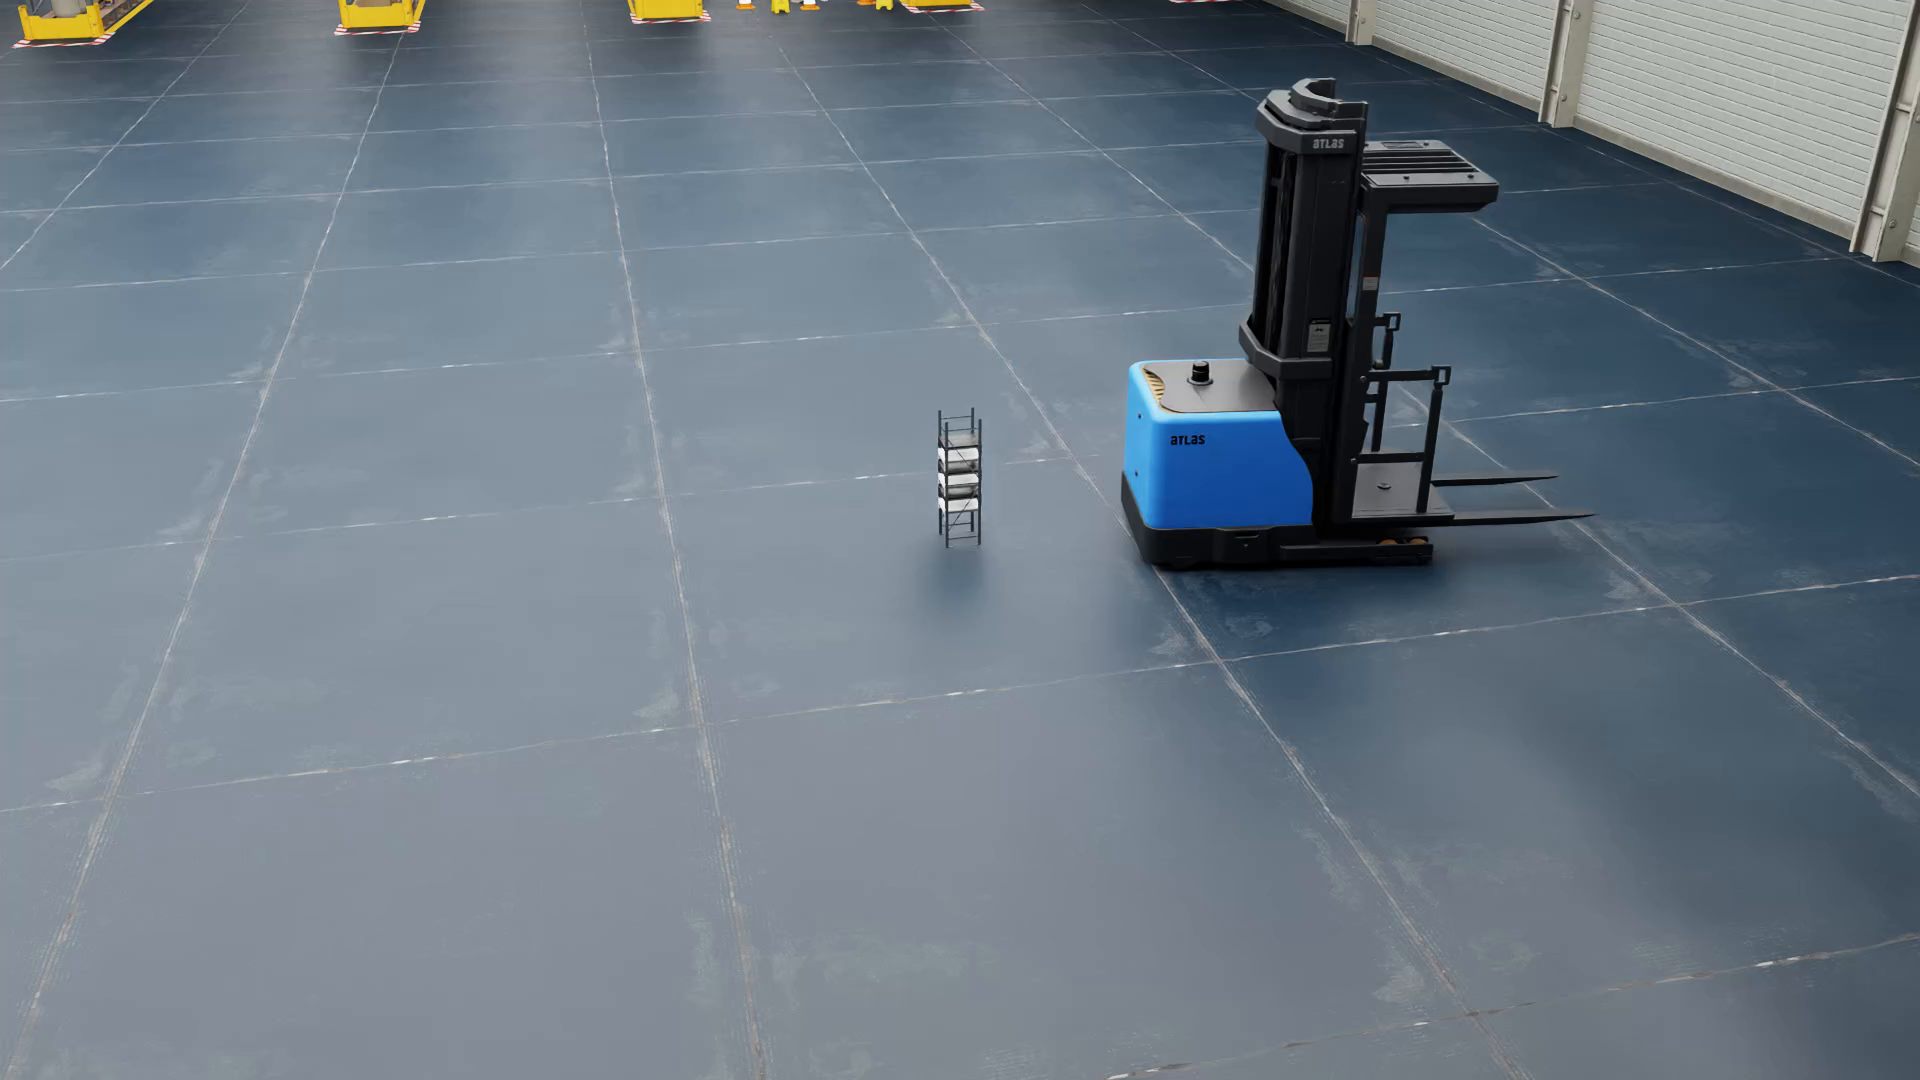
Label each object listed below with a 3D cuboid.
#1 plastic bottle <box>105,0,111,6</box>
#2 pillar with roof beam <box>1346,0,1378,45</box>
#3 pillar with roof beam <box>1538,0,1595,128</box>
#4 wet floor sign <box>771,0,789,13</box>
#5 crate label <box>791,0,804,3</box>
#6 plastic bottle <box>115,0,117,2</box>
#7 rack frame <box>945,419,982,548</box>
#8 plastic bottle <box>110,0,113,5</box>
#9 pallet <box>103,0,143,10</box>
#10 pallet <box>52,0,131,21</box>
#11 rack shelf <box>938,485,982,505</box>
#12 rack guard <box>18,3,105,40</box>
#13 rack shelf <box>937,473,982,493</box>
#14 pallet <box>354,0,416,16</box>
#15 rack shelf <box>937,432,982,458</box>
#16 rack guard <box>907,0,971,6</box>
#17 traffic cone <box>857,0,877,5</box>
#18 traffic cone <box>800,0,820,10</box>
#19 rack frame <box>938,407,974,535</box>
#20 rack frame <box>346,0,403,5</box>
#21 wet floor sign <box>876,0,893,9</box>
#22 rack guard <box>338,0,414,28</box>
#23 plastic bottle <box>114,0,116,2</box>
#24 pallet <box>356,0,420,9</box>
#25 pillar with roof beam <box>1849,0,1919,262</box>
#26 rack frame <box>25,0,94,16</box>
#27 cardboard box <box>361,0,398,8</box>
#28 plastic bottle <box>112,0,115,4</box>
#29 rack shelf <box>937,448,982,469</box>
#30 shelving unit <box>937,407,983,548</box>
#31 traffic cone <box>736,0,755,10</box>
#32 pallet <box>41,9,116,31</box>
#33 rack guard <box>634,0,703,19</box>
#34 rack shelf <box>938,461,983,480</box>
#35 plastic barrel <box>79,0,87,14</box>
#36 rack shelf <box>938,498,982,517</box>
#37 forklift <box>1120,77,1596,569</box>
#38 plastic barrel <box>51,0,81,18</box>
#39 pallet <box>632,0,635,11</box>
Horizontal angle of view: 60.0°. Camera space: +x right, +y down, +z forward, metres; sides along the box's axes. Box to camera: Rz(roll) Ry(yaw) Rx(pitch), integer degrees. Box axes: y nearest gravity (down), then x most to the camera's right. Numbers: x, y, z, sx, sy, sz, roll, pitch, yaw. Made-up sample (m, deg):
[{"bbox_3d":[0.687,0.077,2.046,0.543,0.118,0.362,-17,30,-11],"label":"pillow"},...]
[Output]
[{"bbox_3d":[-14.957,-9.510,29.149,0.097,0.271,0.097,0,27,0],"label":"plastic bottle"},{"bbox_3d":[2.343,-11.723,24.336,9.100,9.000,0.400,-6,27,-12],"label":"pillar with roof beam"},{"bbox_3d":[3.695,-9.089,19.118,9.100,9.000,0.400,-6,27,-12],"label":"pillar with roof beam"},{"bbox_3d":[-3.235,-9.804,29.804,0.267,0.644,0.232,-11,29,-20],"label":"wet floor sign"},{"bbox_3d":[-2.967,-10.070,30.896,0.250,0.136,0.298,-23,35,-38],"label":"crate label"},{"bbox_3d":[-15.057,-9.705,29.534,0.097,0.271,0.097,0,27,0],"label":"plastic bottle"},{"bbox_3d":[0.021,-0.361,10.812,0.240,0.900,0.006,-6,27,-12],"label":"rack frame"},{"bbox_3d":[-14.980,-9.524,29.255,0.097,0.201,0.097,0,27,0],"label":"plastic bottle"},{"bbox_3d":[-15.642,-9.916,30.509,1.003,0.211,1.213,-6,27,-12],"label":"pallet"},{"bbox_3d":[-15.364,-9.380,29.445,1.003,0.211,1.213,-6,27,-12],"label":"pallet"},{"bbox_3d":[-0.002,-0.295,10.956,0.258,0.077,0.200,-6,27,-12],"label":"rack shelf"},{"bbox_3d":[-14.915,-8.617,27.614,1.175,0.500,0.348,-6,27,-12],"label":"rack guard"},{"bbox_3d":[-0.002,-0.376,10.916,0.258,0.077,0.200,-6,27,-12],"label":"rack shelf"},{"bbox_3d":[-10.192,-9.356,29.398,1.003,0.211,1.213,-6,27,-12],"label":"pallet"},{"bbox_3d":[-0.002,-0.617,10.794,0.258,0.077,0.200,-6,27,-12],"label":"rack shelf"},{"bbox_3d":[-0.388,-10.131,30.613,1.175,0.500,0.348,-6,27,-12],"label":"rack guard"},{"bbox_3d":[-1.725,-10.139,30.670,0.336,0.463,0.334,-6,27,-12],"label":"traffic cone"},{"bbox_3d":[-2.730,-9.877,30.151,0.336,0.463,0.334,-6,27,-12],"label":"traffic cone"},{"bbox_3d":[-0.025,-0.450,10.989,0.240,0.900,0.006,-6,27,-12],"label":"rack frame"},{"bbox_3d":[-10.026,-10.207,27.990,1.000,3.000,0.127,-6,27,-12],"label":"rack frame"},{"bbox_3d":[-1.371,-9.970,30.134,0.267,0.644,0.232,3,27,6],"label":"wet floor sign"},{"bbox_3d":[-10.043,-9.125,28.620,1.175,0.500,0.348,-6,27,-12],"label":"rack guard"},{"bbox_3d":[-15.034,-9.661,29.447,0.097,0.271,0.097,0,27,0],"label":"plastic bottle"},{"bbox_3d":[-10.463,-9.890,30.457,1.003,0.211,1.213,-6,27,-12],"label":"pallet"},{"bbox_3d":[5.047,-6.455,13.899,9.100,9.000,0.400,-6,27,-12],"label":"pillar with roof beam"},{"bbox_3d":[-14.852,-9.704,26.994,1.000,3.000,0.127,-6,27,-12],"label":"rack frame"},{"bbox_3d":[-10.151,-9.555,29.005,0.500,0.500,0.500,-1,27,-2],"label":"cardboard box"},{"bbox_3d":[-14.990,-9.617,29.347,0.061,0.283,0.133,-5,27,-11],"label":"plastic bottle"},{"bbox_3d":[-0.002,-0.536,10.835,0.258,0.077,0.200,-6,27,-12],"label":"rack shelf"},{"bbox_3d":[-0.002,-0.405,10.901,0.258,0.900,0.210,-6,27,-12],"label":"shelving unit"},{"bbox_3d":[-3.907,-9.911,30.219,0.336,0.463,0.334,-6,27,-12],"label":"traffic cone"},{"bbox_3d":[-15.093,-8.845,28.386,1.003,0.211,1.213,-6,27,-12],"label":"pallet"},{"bbox_3d":[-5.166,-9.540,29.443,1.175,0.500,0.348,-6,27,-12],"label":"rack guard"},{"bbox_3d":[-0.002,-0.456,10.875,0.258,0.077,0.200,-6,27,-12],"label":"rack shelf"},{"bbox_3d":[-15.188,-9.282,28.453,0.421,0.512,0.421,0,27,0],"label":"plastic barrel"},{"bbox_3d":[-0.002,-0.215,10.997,0.258,0.077,0.200,-6,27,-12],"label":"rack shelf"},{"bbox_3d":[2.651,-1.378,10.574,3.031,2.935,1.130,-2,27,-4],"label":"forklift"},{"bbox_3d":[-15.075,-9.062,28.017,0.421,0.512,0.421,0,27,0],"label":"plastic barrel"},{"bbox_3d":[-5.427,-9.765,30.208,1.003,0.211,1.213,-6,27,-12],"label":"pallet"}]
